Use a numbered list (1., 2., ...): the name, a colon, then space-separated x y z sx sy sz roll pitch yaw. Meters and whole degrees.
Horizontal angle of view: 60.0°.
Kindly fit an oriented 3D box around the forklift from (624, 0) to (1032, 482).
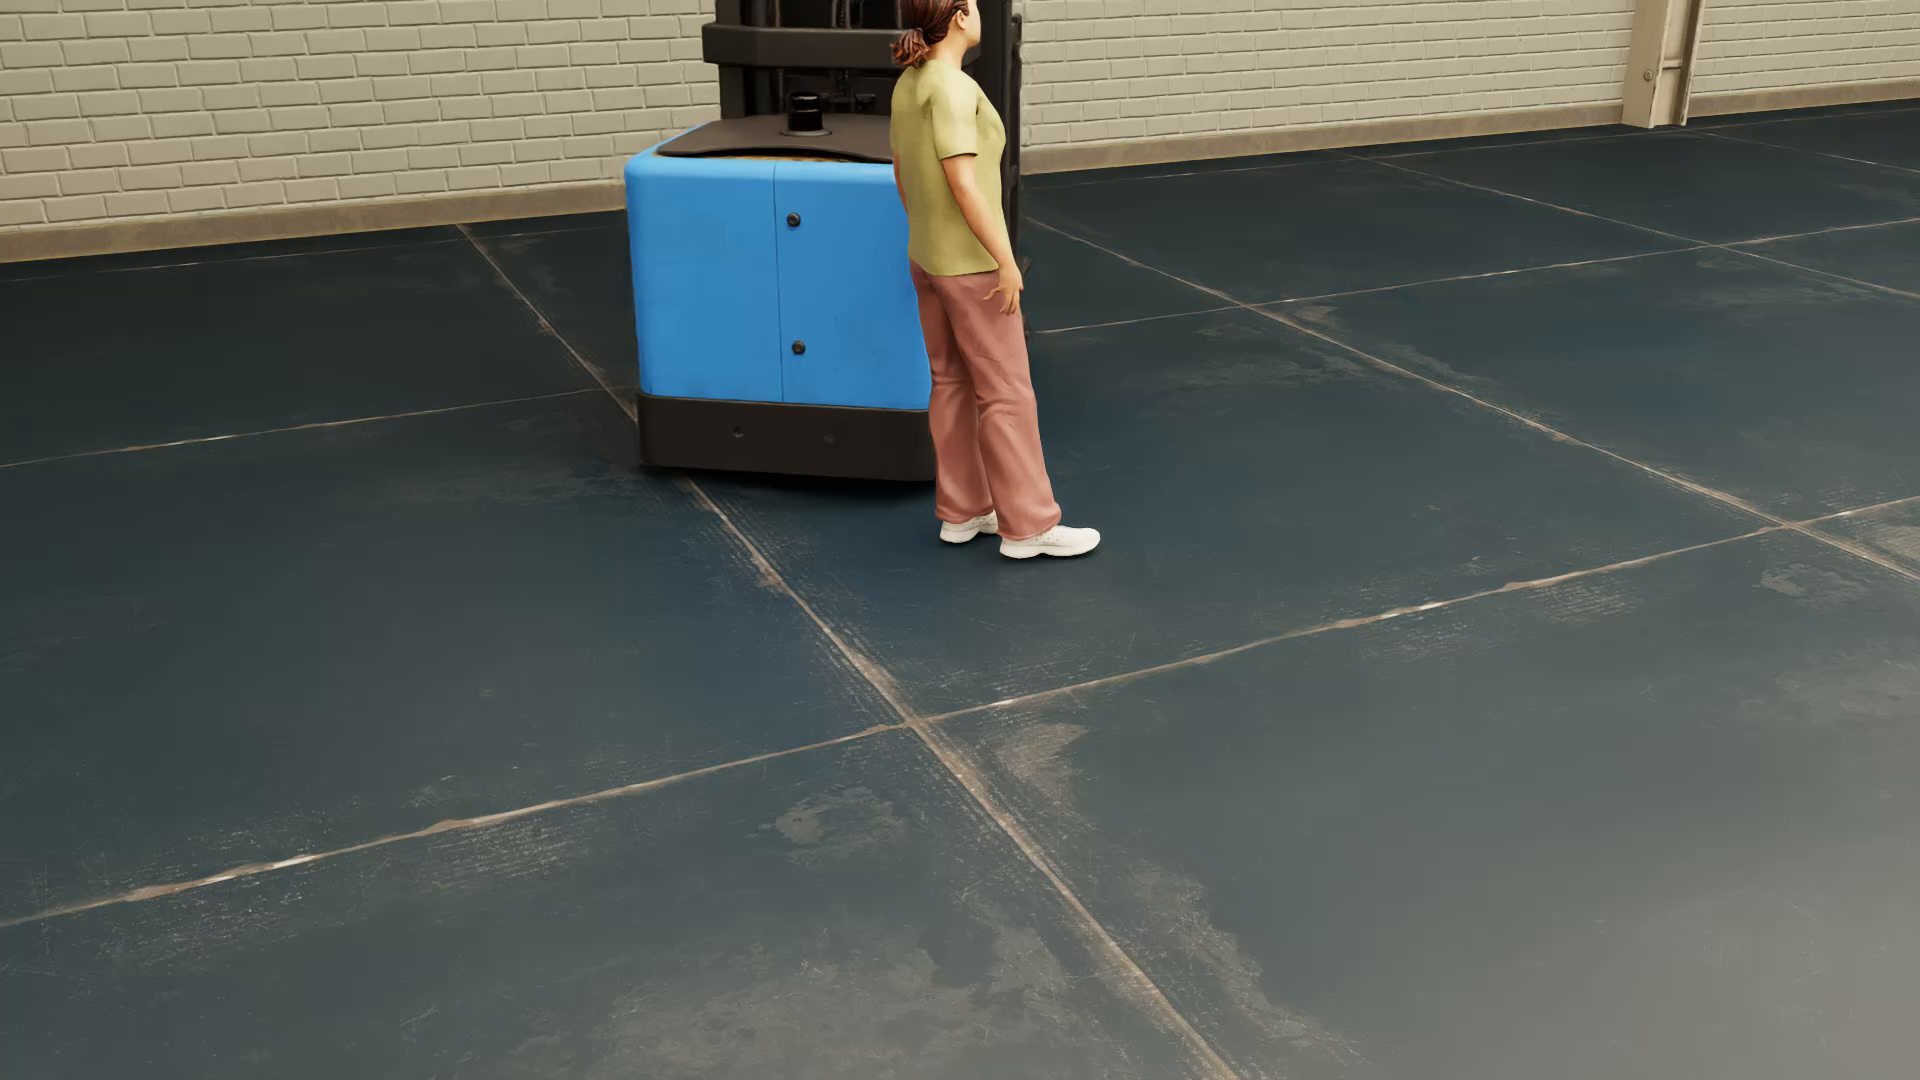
1. forklift: -0.312 -2.075 6.280 1.130 2.935 3.031 4 23 9

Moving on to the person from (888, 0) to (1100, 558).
1. person: 0.072 -0.789 4.802 0.548 1.673 0.553 -10 25 -23
